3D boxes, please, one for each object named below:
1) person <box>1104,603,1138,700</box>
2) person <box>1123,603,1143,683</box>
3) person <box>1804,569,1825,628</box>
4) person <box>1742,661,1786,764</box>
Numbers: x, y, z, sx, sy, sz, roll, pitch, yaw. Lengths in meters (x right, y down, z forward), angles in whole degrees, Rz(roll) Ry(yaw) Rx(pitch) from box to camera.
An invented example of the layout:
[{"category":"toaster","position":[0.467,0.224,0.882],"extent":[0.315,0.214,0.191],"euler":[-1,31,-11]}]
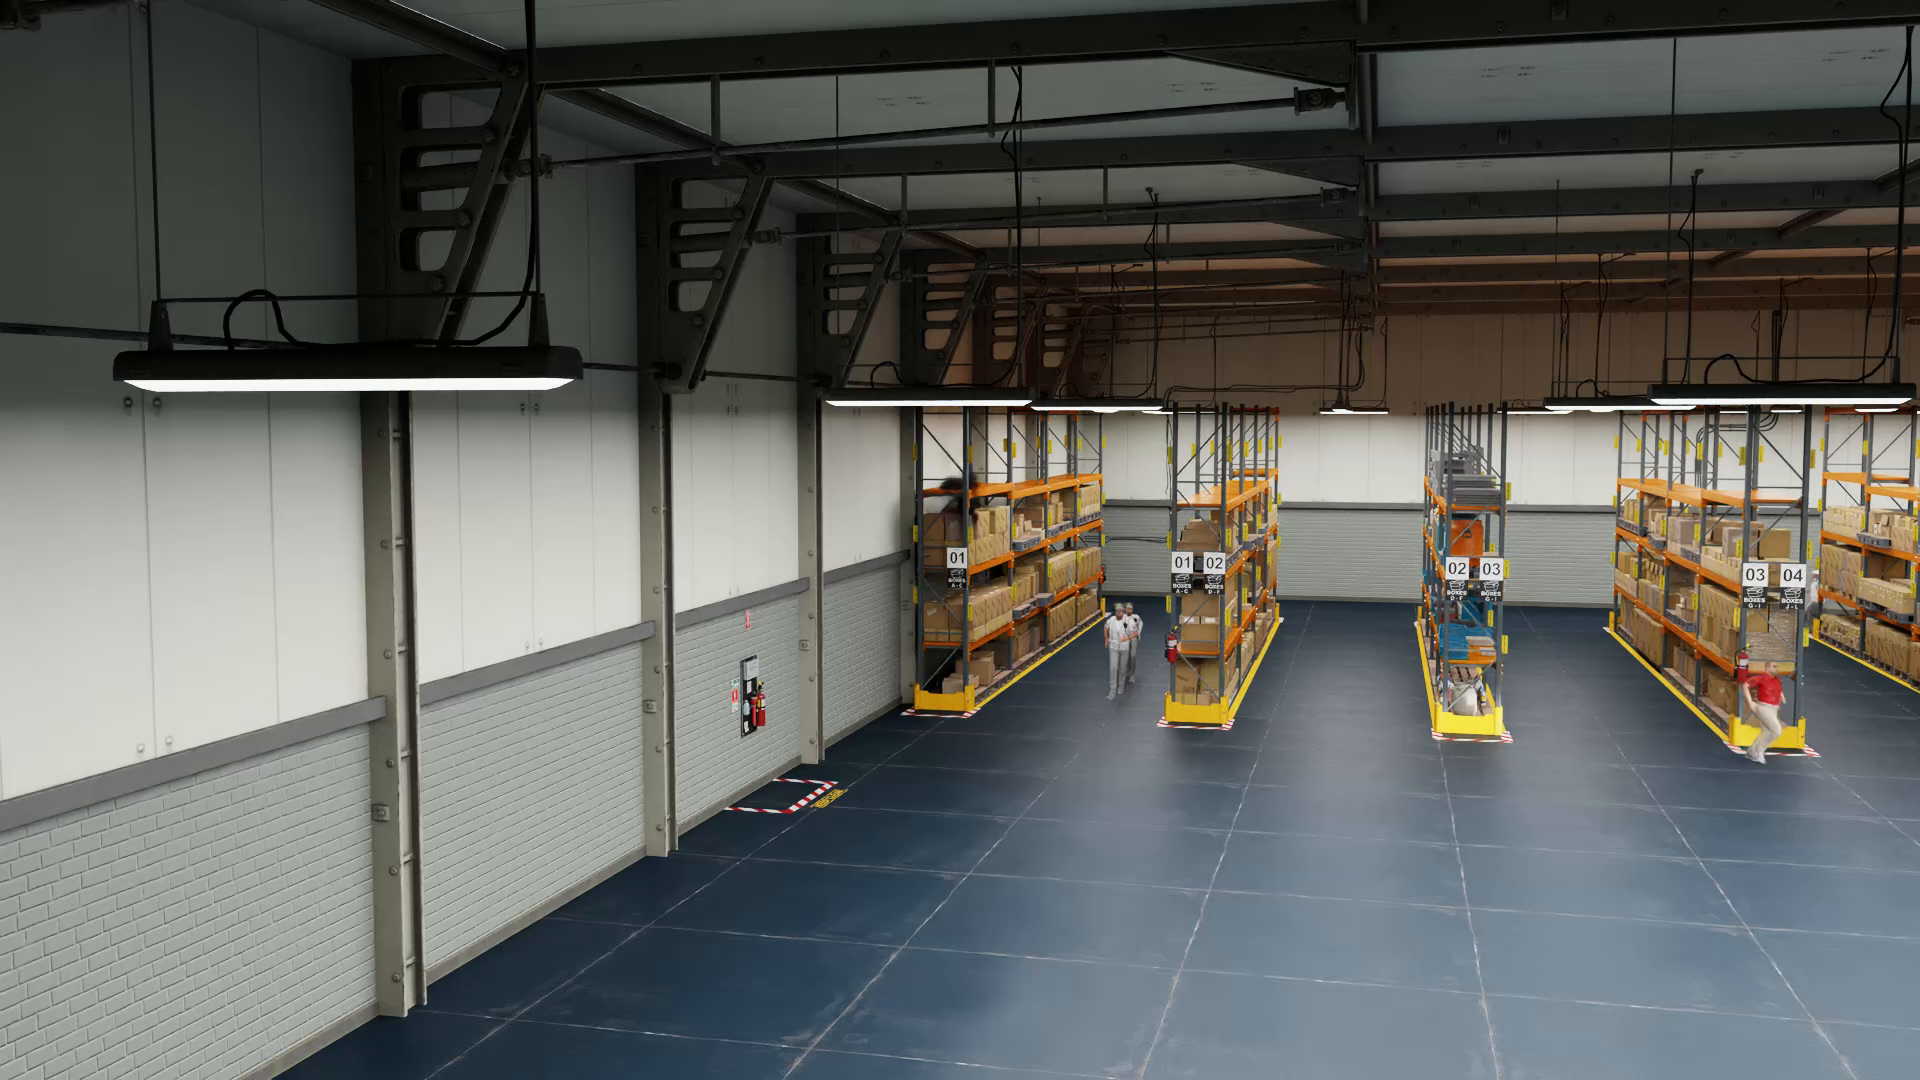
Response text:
[{"category":"person","position":[3.156,2.152,32.634],"extent":[0.670,1.860,0.802],"euler":[1,4,7]},{"category":"person","position":[3.676,2.200,36.210],"extent":[0.562,1.719,0.857],"euler":[1,4,11]},{"category":"person","position":[22.896,1.612,44.378],"extent":[0.750,1.751,0.791],"euler":[2,5,21]},{"category":"person","position":[13.394,2.841,27.555],"extent":[0.667,1.674,0.634],"euler":[-3,5,-38]}]
